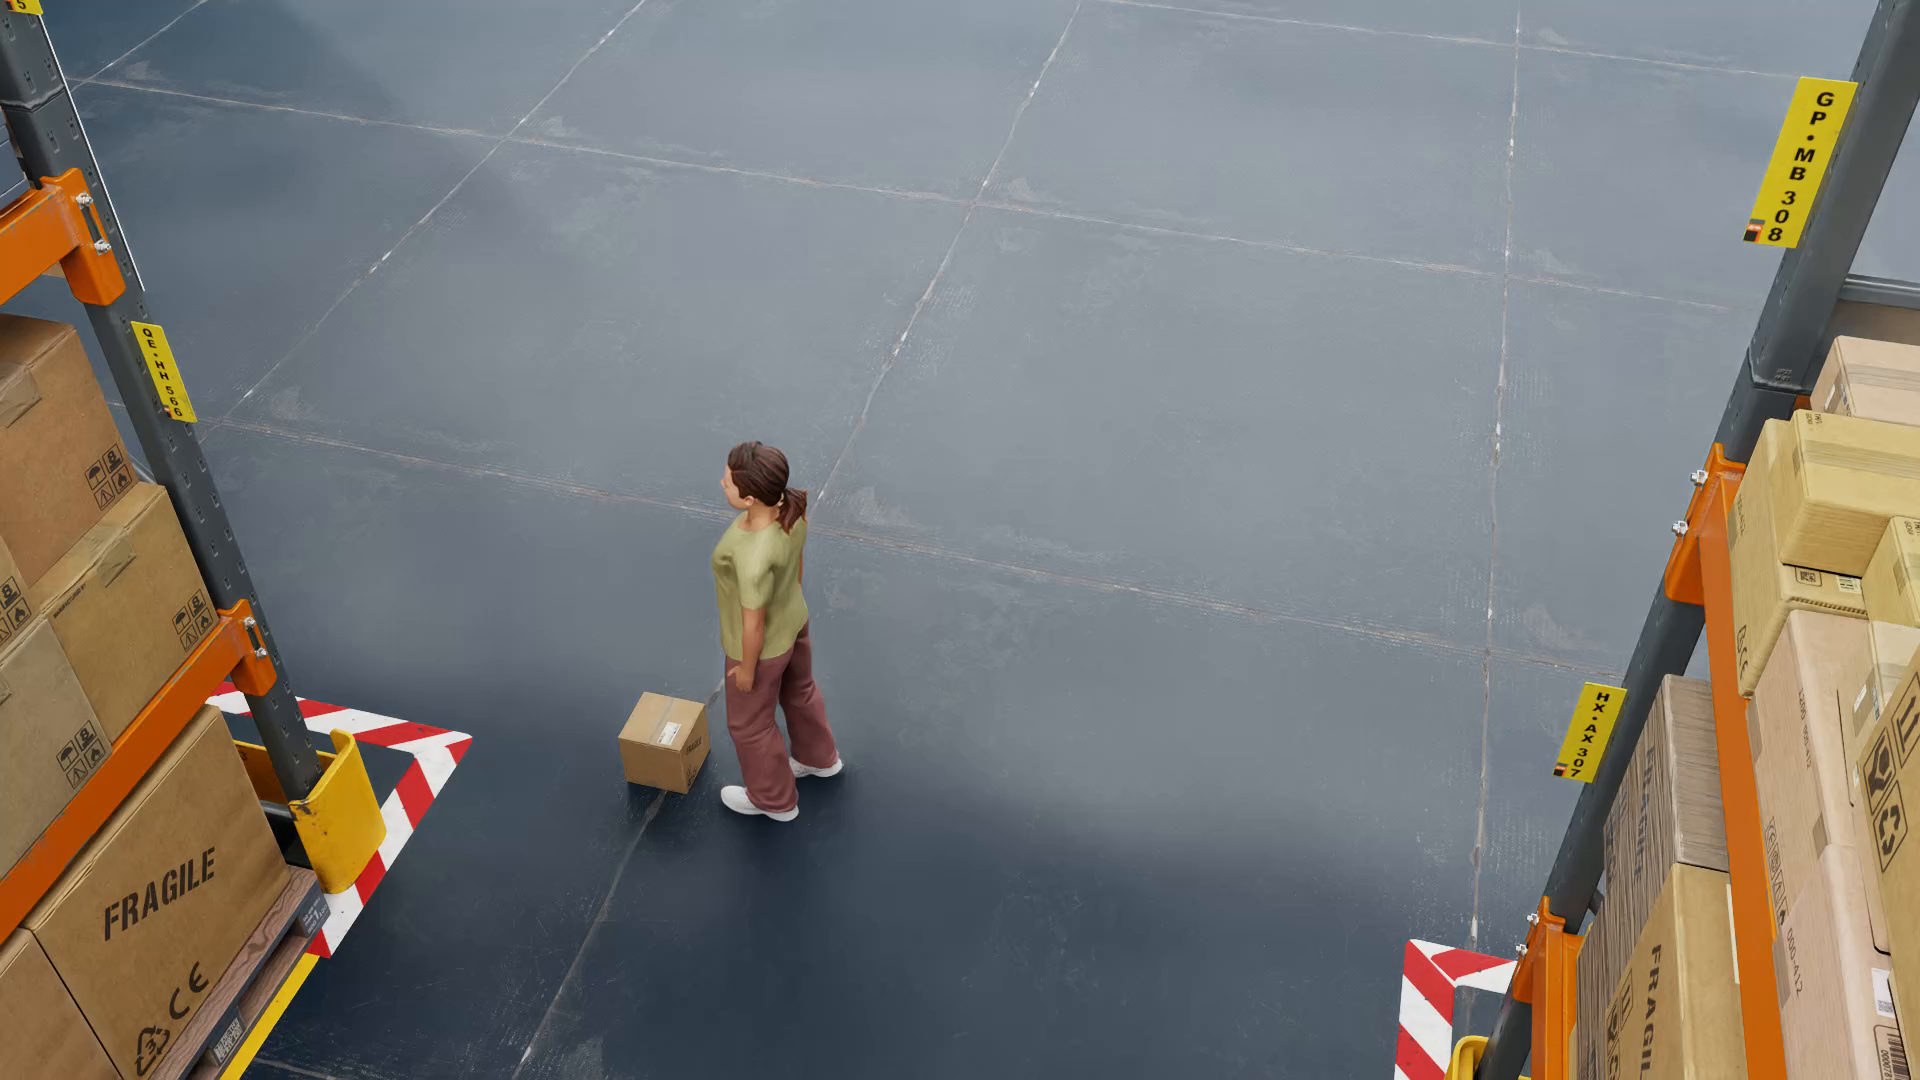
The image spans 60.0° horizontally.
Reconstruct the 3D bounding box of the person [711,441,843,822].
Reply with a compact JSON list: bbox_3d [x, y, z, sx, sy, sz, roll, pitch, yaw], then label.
[{"bbox_3d":[-0.682,0.344,5.794,0.405,1.698,0.442,11,42,13],"label":"person"}]
